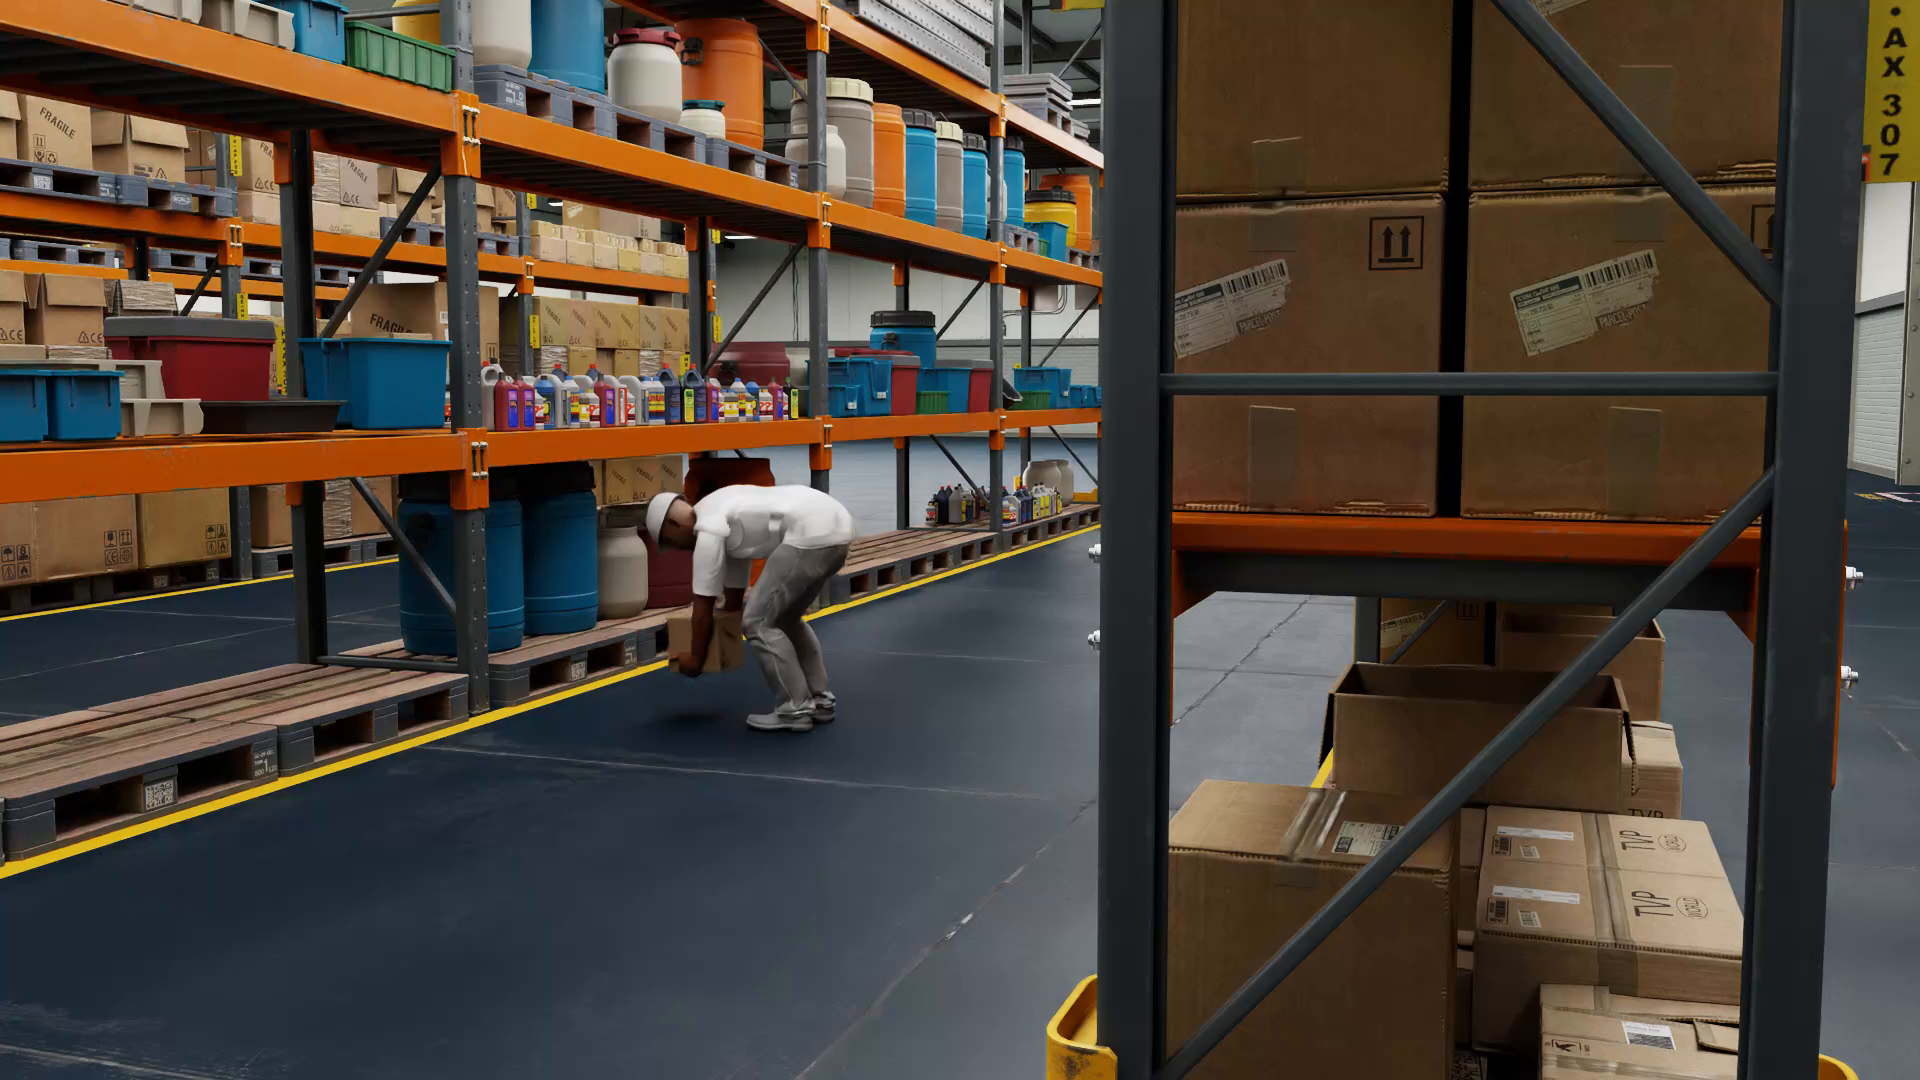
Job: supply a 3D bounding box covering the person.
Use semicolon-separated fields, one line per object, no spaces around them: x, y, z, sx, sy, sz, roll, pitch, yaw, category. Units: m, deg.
-0.960;0.288;7.493;0.982;1.076;0.482;2;5;16;person
